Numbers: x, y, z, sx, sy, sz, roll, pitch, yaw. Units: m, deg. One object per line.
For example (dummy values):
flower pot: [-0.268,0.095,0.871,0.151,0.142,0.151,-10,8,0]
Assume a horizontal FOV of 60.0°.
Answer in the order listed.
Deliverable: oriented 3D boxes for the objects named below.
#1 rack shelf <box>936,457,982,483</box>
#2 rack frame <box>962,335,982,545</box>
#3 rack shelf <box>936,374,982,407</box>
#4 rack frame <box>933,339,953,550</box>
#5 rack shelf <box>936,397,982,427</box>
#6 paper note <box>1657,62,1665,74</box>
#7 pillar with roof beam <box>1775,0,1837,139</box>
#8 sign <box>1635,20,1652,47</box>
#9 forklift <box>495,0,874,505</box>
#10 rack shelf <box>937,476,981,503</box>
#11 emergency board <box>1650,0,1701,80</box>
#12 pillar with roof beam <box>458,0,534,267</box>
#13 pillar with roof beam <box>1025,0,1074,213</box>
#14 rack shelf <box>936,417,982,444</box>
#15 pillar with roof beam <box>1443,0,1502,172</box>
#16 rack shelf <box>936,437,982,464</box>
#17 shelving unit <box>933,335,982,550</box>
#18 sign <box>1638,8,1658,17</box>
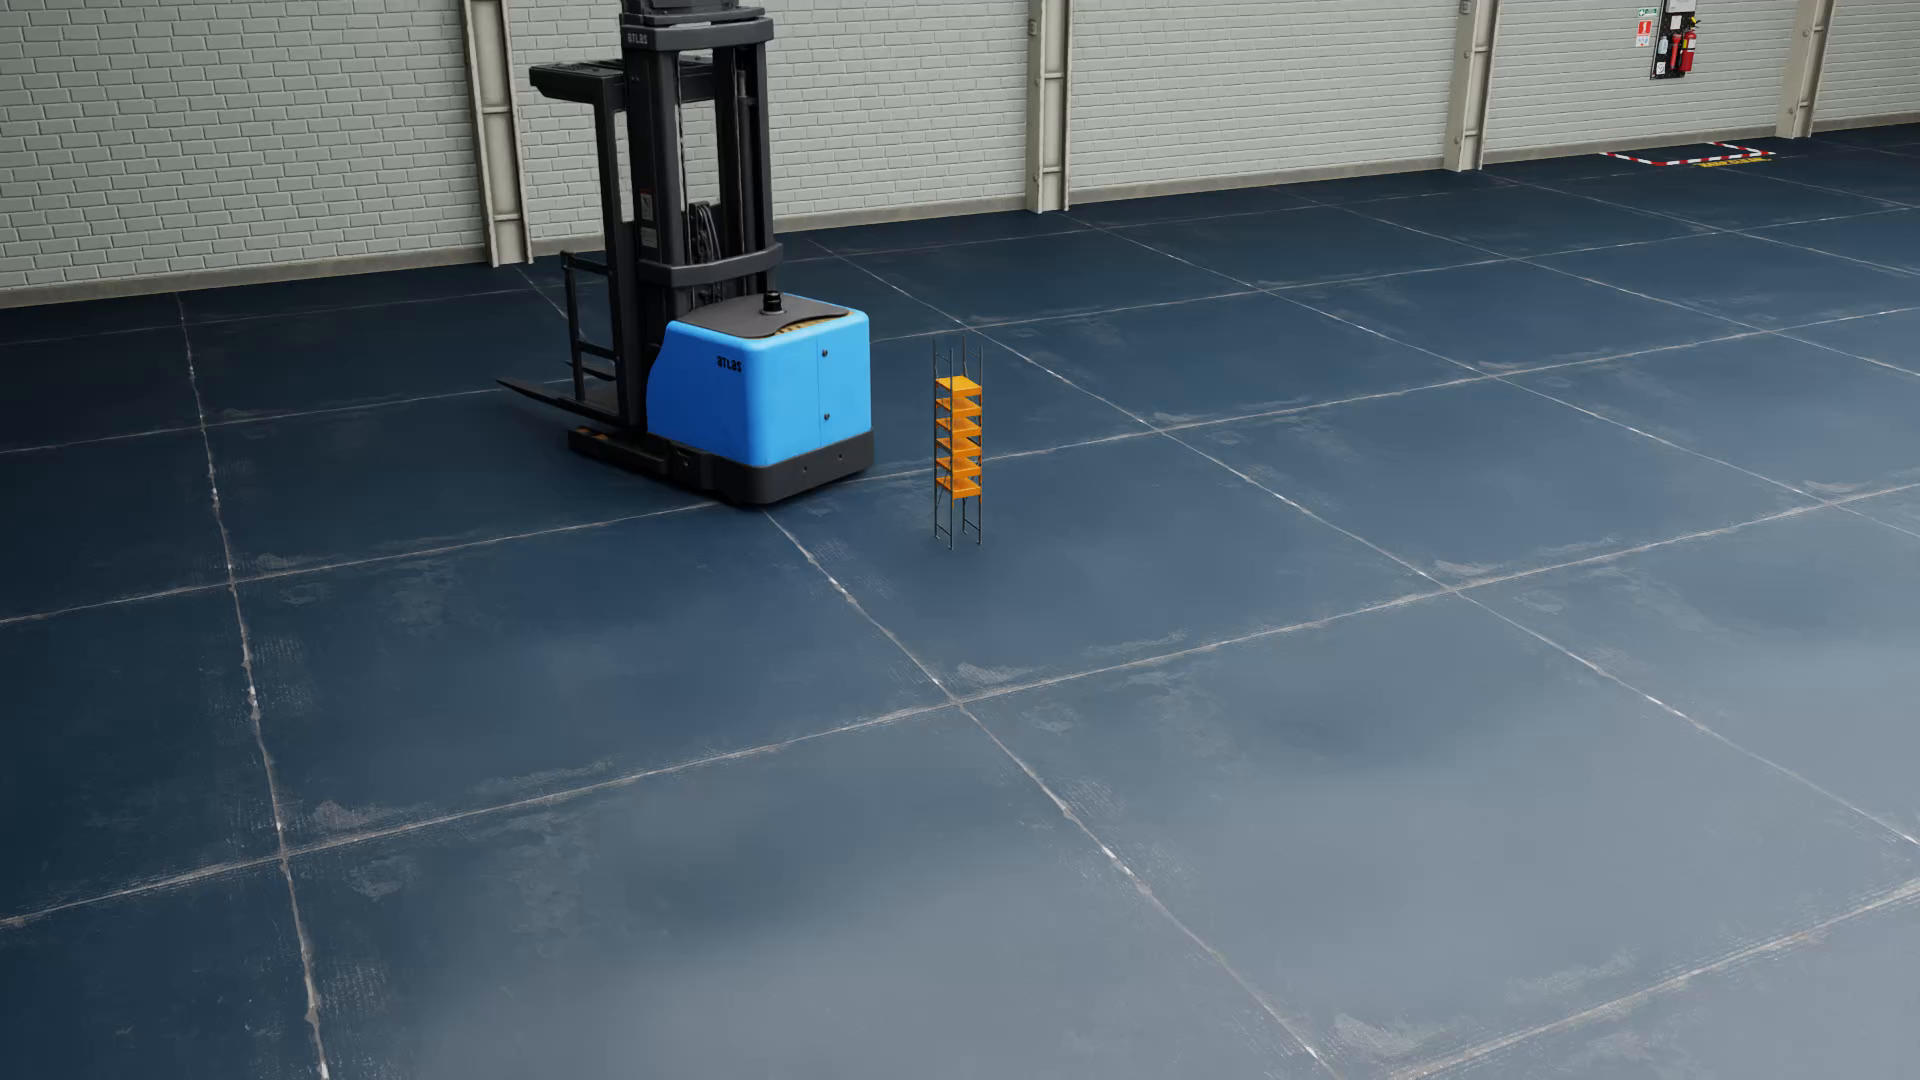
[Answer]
rack shelf: [-0.013,-0.400,9.578,0.180,0.103,0.258,-10,25,-24]
rack frame: [0.069,-0.567,9.551,0.006,1.200,0.240,-10,25,-24]
rack shelf: [-0.013,-0.844,9.394,0.180,0.103,0.258,-10,25,-24]
rack frame: [-0.095,-0.537,9.478,0.006,1.200,0.240,-10,25,-24]
rack shelf: [-0.013,-0.733,9.440,0.180,0.103,0.258,-10,25,-24]
paper note: [9.360,-6.299,22.197,0.142,0.148,0.016,-10,25,-24]
pillar with roof beam: [13.659,-8.397,18.269,0.400,9.000,9.100,-10,25,-24]
sign: [9.006,-6.672,21.900,0.234,0.329,0.001,-10,25,-24]
forklift: [-1.993,-2.021,10.799,3.031,2.935,1.130,19,29,38]
rack shelf: [-0.013,-0.289,9.623,0.180,0.103,0.258,-10,25,-24]
emergency board: [9.549,-6.712,22.042,0.643,1.169,0.194,-10,25,-24]
pillar with roof beam: [-2.560,-5.411,11.056,0.400,9.000,9.100,-10,25,-24]
pillar with roof beam: [2.847,-6.406,13.461,0.400,9.000,9.100,-10,25,-24]
rack shelf: [-0.013,-0.622,9.486,0.180,0.103,0.258,-10,25,-24]
pillar with roof beam: [8.253,-7.401,15.865,0.400,9.000,9.100,-10,25,-24]
rack shelf: [-0.013,-0.511,9.532,0.180,0.103,0.258,-10,25,-24]
shelving unit: [-0.013,-0.552,9.515,0.189,1.200,0.258,-10,25,-24]
sign: [9.014,-6.915,21.793,0.331,0.109,0.001,-10,25,-24]
